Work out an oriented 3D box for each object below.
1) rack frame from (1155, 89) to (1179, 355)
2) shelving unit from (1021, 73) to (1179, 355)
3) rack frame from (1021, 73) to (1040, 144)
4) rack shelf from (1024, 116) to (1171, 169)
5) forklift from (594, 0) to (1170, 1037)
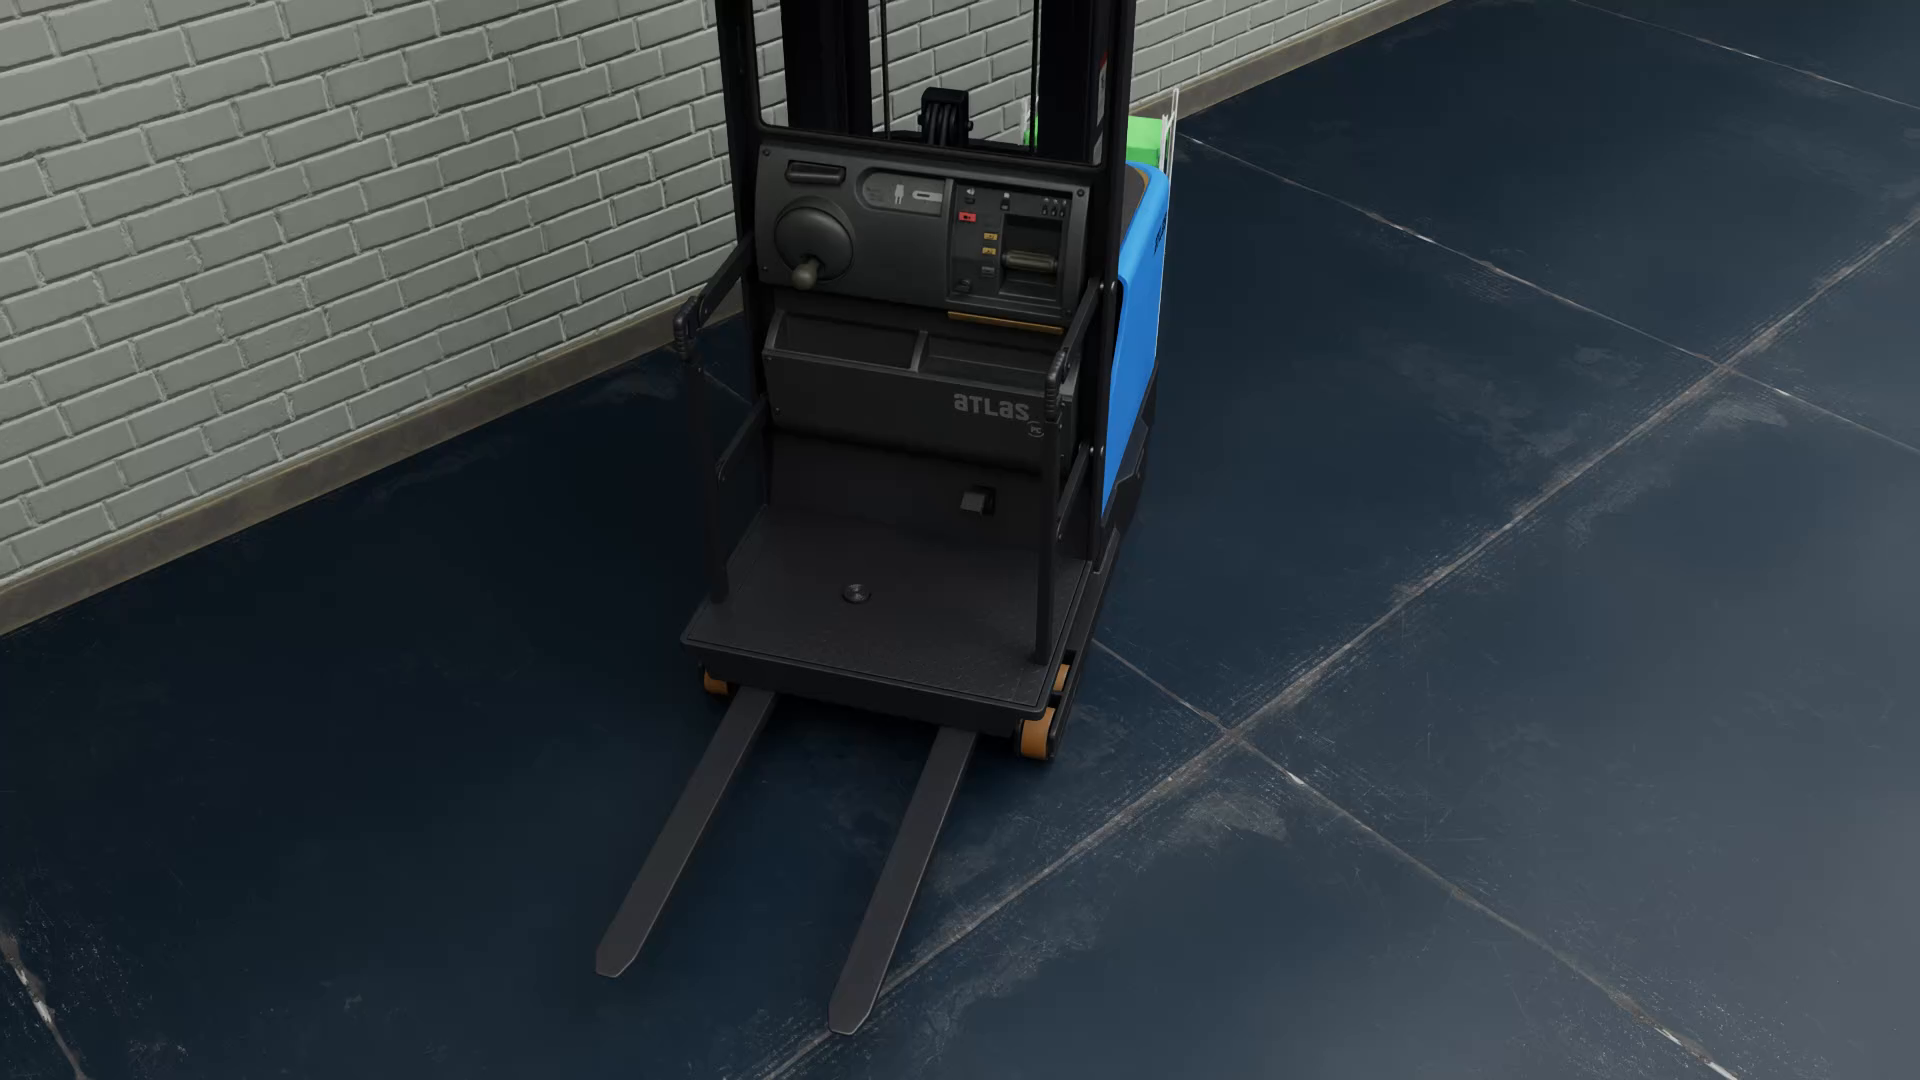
[{"bbox_3d":[0.721,-1.030,6.071,0.015,1.200,0.240,10,40,12],"label":"rack frame"},{"bbox_3d":[0.486,-1.071,6.122,0.503,1.200,0.258,10,40,12],"label":"shelving unit"},{"bbox_3d":[0.251,-1.113,6.173,0.015,1.200,0.240,10,40,12],"label":"rack frame"},{"bbox_3d":[0.486,-1.395,5.860,0.480,0.148,0.258,10,40,12],"label":"rack shelf"},{"bbox_3d":[-0.168,-0.764,4.363,1.130,2.935,3.031,10,40,12],"label":"forklift"}]
